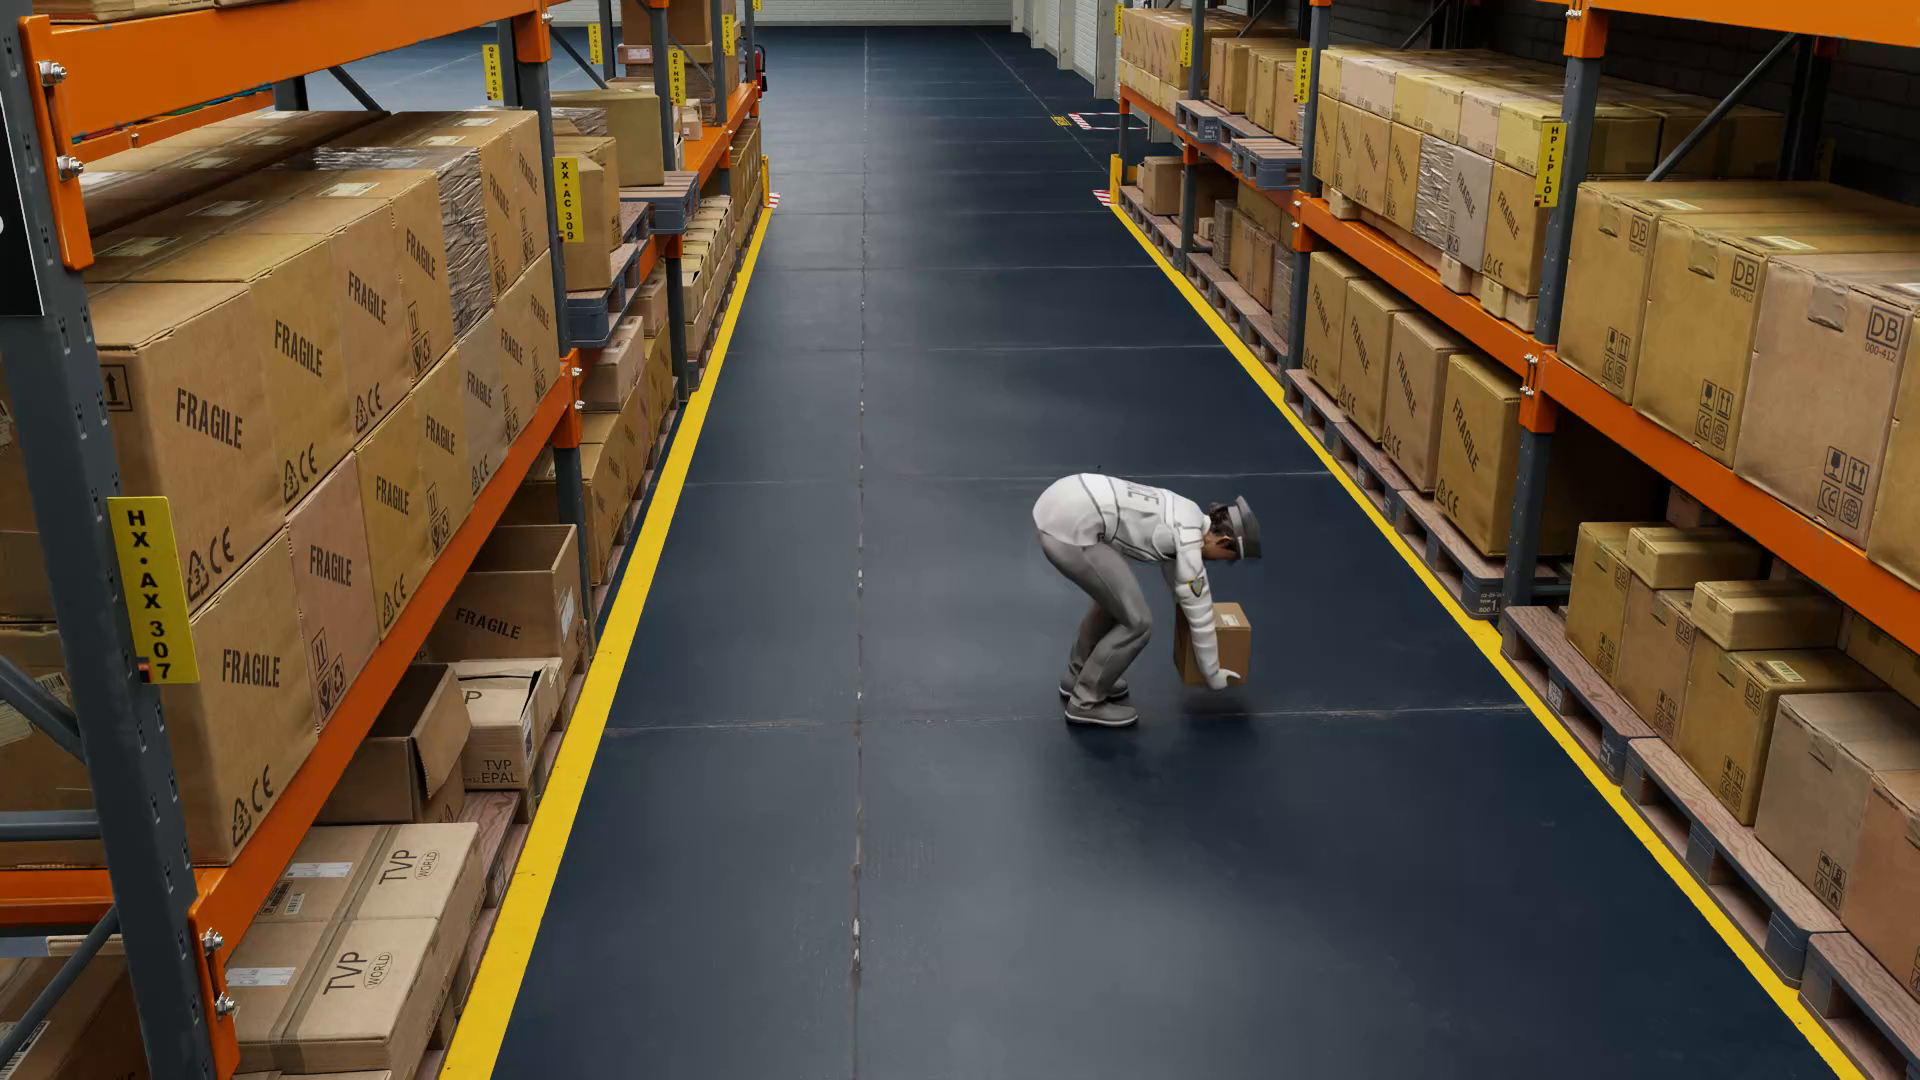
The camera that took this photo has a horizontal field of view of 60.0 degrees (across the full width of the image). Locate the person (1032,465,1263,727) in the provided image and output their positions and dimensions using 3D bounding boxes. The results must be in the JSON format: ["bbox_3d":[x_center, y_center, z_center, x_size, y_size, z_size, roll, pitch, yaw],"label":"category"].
[{"bbox_3d":[0.731,0.213,6.498,0.901,0.972,0.444,-2,21,-6],"label":"person"}]
